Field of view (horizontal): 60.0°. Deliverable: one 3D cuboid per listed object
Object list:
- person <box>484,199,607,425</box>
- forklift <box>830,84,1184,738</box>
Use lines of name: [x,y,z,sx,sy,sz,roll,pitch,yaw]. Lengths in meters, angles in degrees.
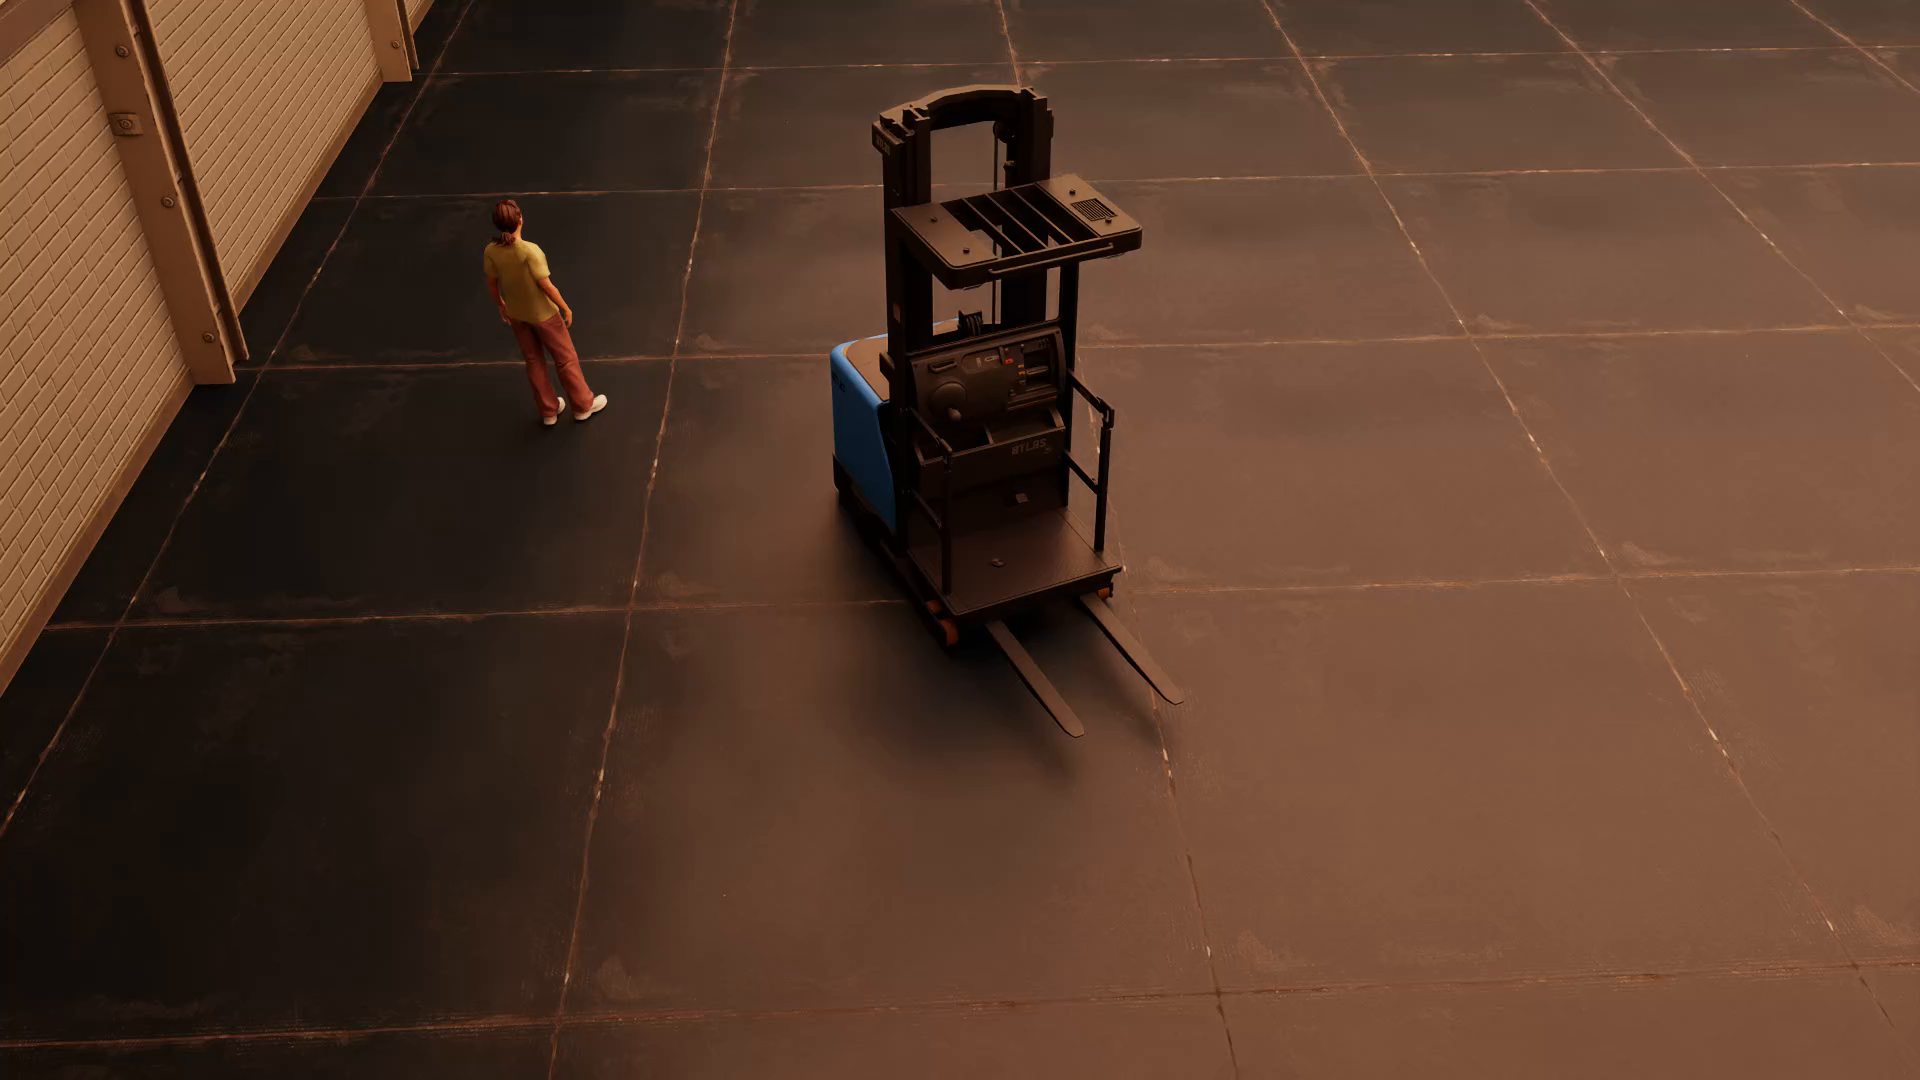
person: [-2.833,-1.550,11.192,0.551,1.674,0.549,10,37,13]
forklift: [0.258,-0.860,9.192,1.130,2.935,3.031,-15,39,-20]
